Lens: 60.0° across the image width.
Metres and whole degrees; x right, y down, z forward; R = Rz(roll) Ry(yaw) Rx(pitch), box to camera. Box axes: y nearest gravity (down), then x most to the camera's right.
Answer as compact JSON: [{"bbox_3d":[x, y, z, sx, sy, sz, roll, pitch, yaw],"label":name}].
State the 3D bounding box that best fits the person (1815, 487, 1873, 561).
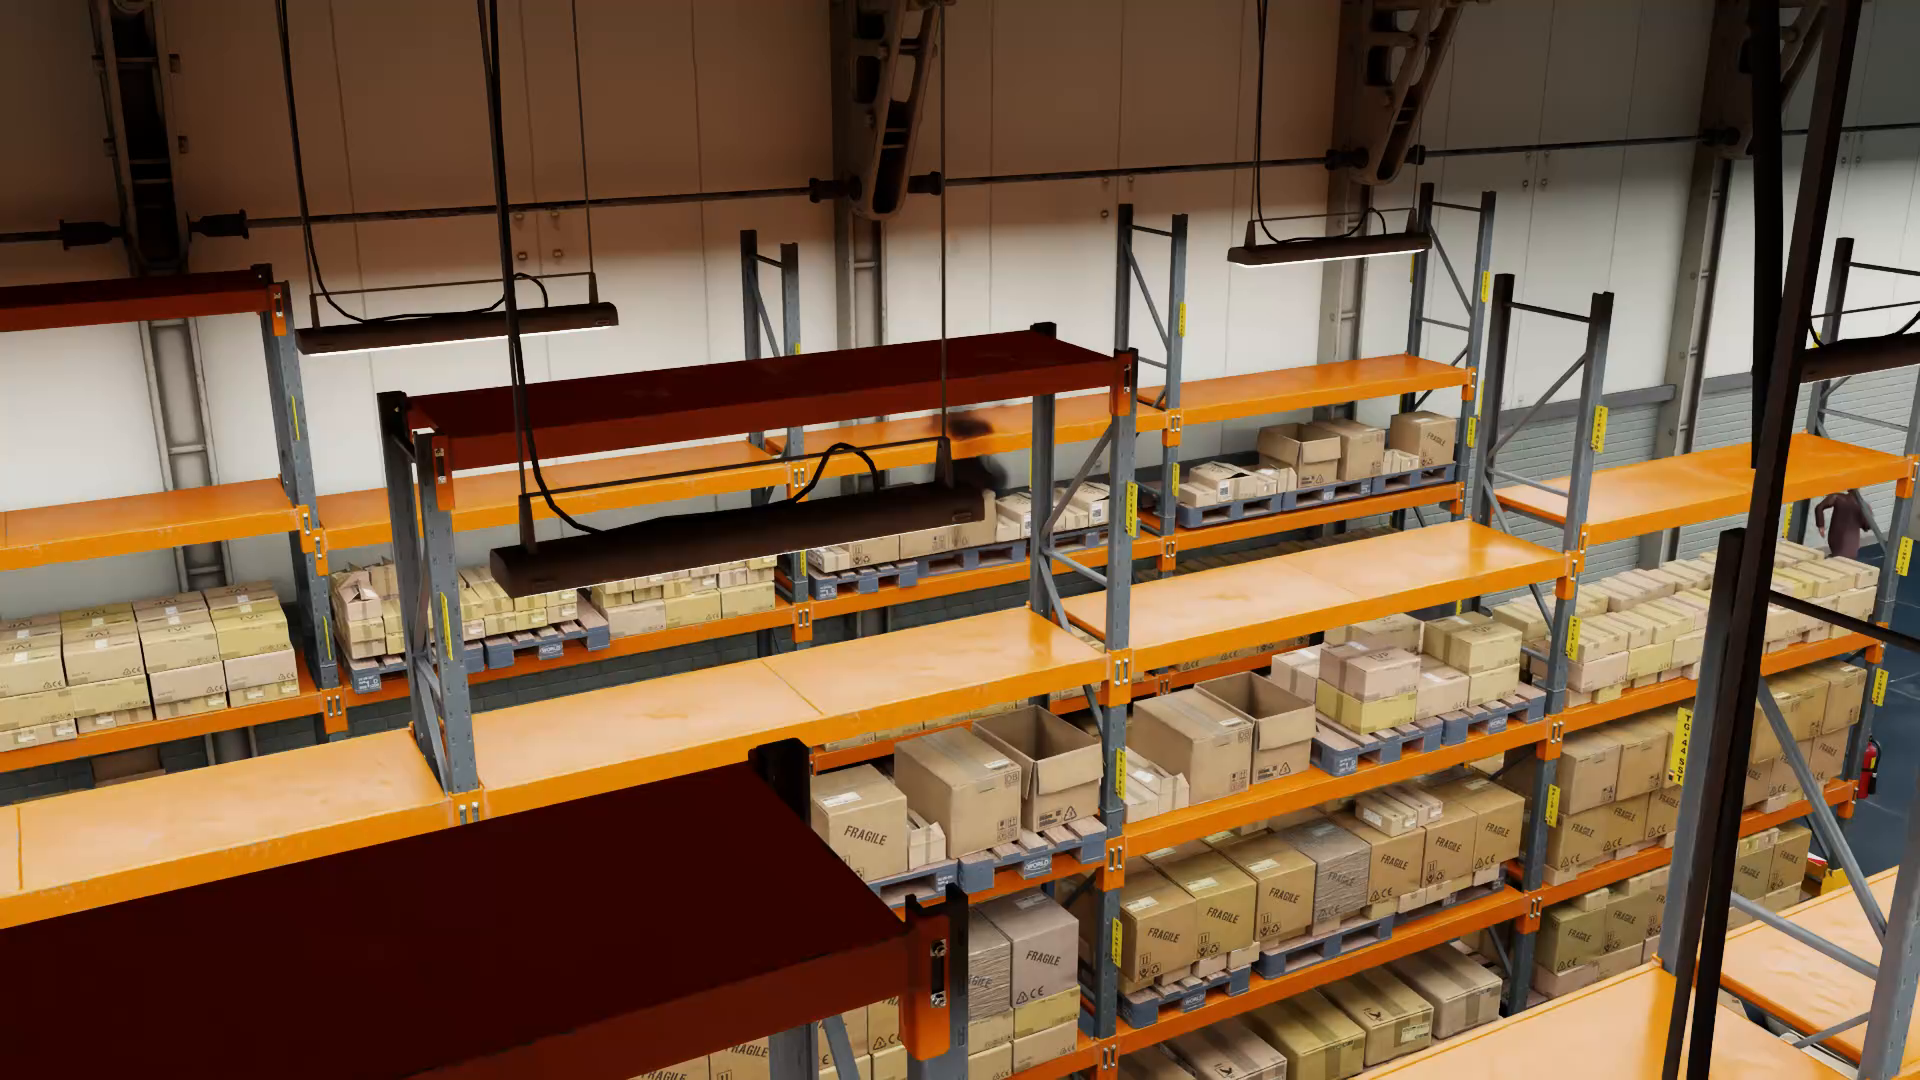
[{"bbox_3d":[11.989,0.035,22.591,1.105,1.782,0.733,-11,21,-30],"label":"person"}]
